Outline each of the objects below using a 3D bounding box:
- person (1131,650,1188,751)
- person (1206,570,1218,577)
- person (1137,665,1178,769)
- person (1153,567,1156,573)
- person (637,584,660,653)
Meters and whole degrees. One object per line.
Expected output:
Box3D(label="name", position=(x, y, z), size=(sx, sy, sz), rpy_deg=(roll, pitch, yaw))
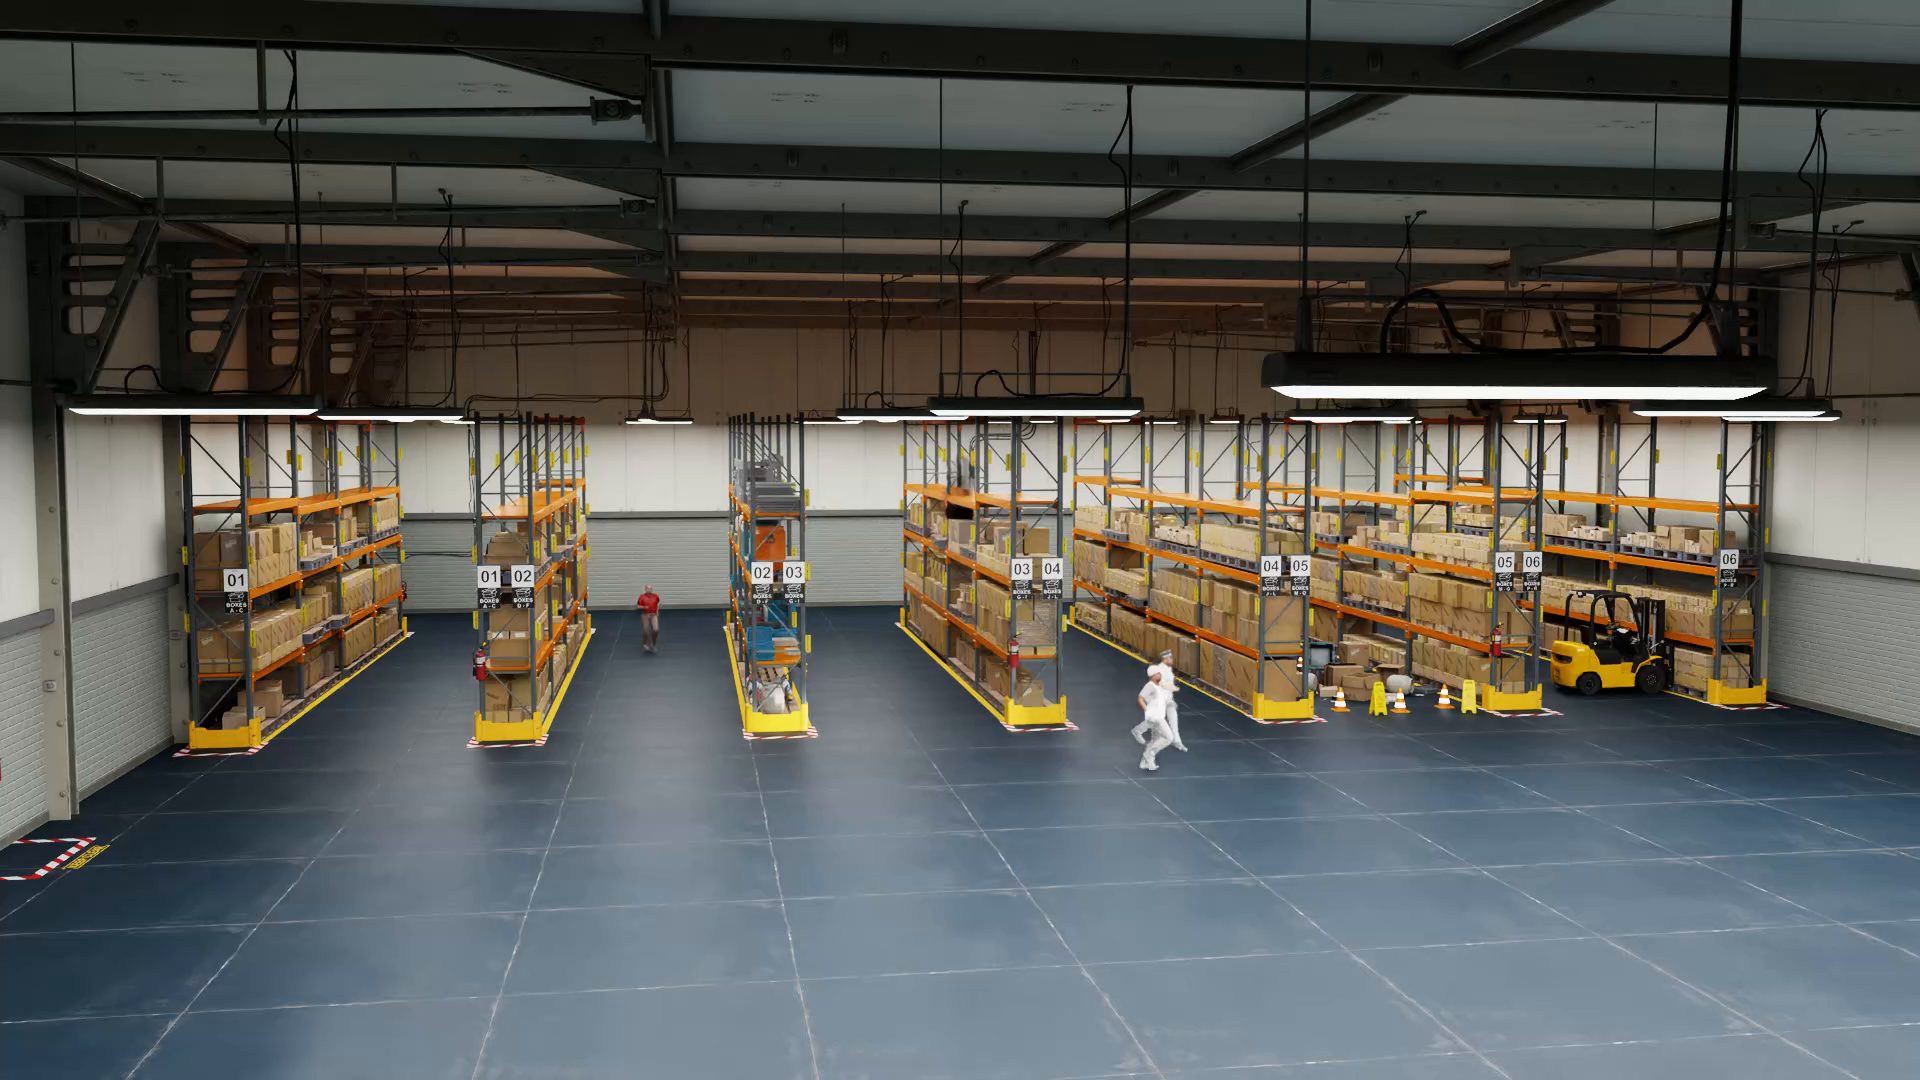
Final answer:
Box3D(label="person", position=(3.558, 2.832, 29.564), size=(1.034, 1.795, 0.685), rpy_deg=(2, 4, 22))
Box3D(label="person", position=(7.585, 1.416, 50.632), size=(0.526, 1.720, 0.720), rpy_deg=(0, 4, 6))
Box3D(label="person", position=(3.299, 2.953, 27.650), size=(0.634, 1.738, 0.668), rpy_deg=(1, 4, 13))
Box3D(label="person", position=(5.644, 1.644, 47.953), size=(0.585, 1.702, 0.818), rpy_deg=(-1, 4, -19))
Box3D(label="person", position=(-7.885, 2.009, 42.215), size=(0.611, 1.777, 0.801), rpy_deg=(-1, 4, -20))
